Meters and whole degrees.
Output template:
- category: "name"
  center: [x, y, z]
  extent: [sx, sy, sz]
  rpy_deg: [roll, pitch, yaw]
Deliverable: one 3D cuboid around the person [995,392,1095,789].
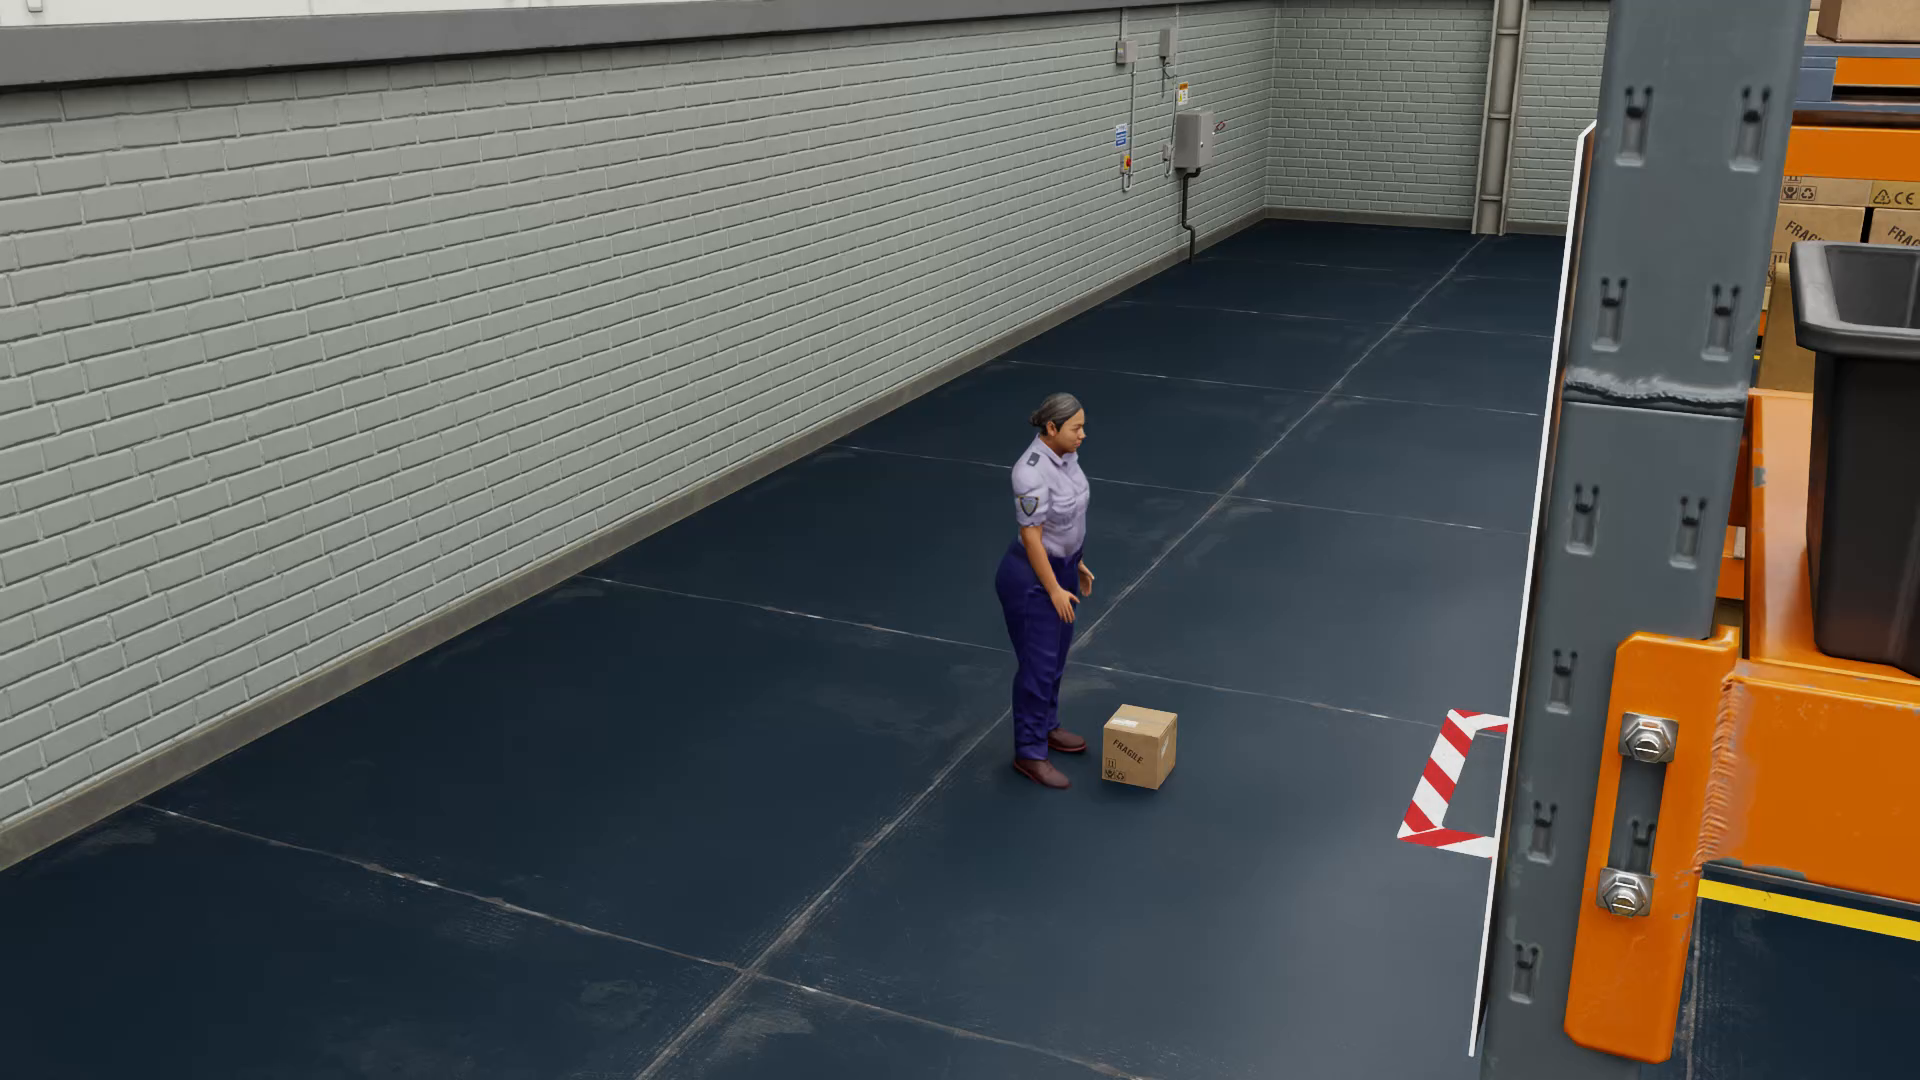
- category: "person"
  center: [0.373, 0.188, 7.068]
  extent: [0.411, 1.676, 0.526]
  rpy_deg: [8, 21, 23]
